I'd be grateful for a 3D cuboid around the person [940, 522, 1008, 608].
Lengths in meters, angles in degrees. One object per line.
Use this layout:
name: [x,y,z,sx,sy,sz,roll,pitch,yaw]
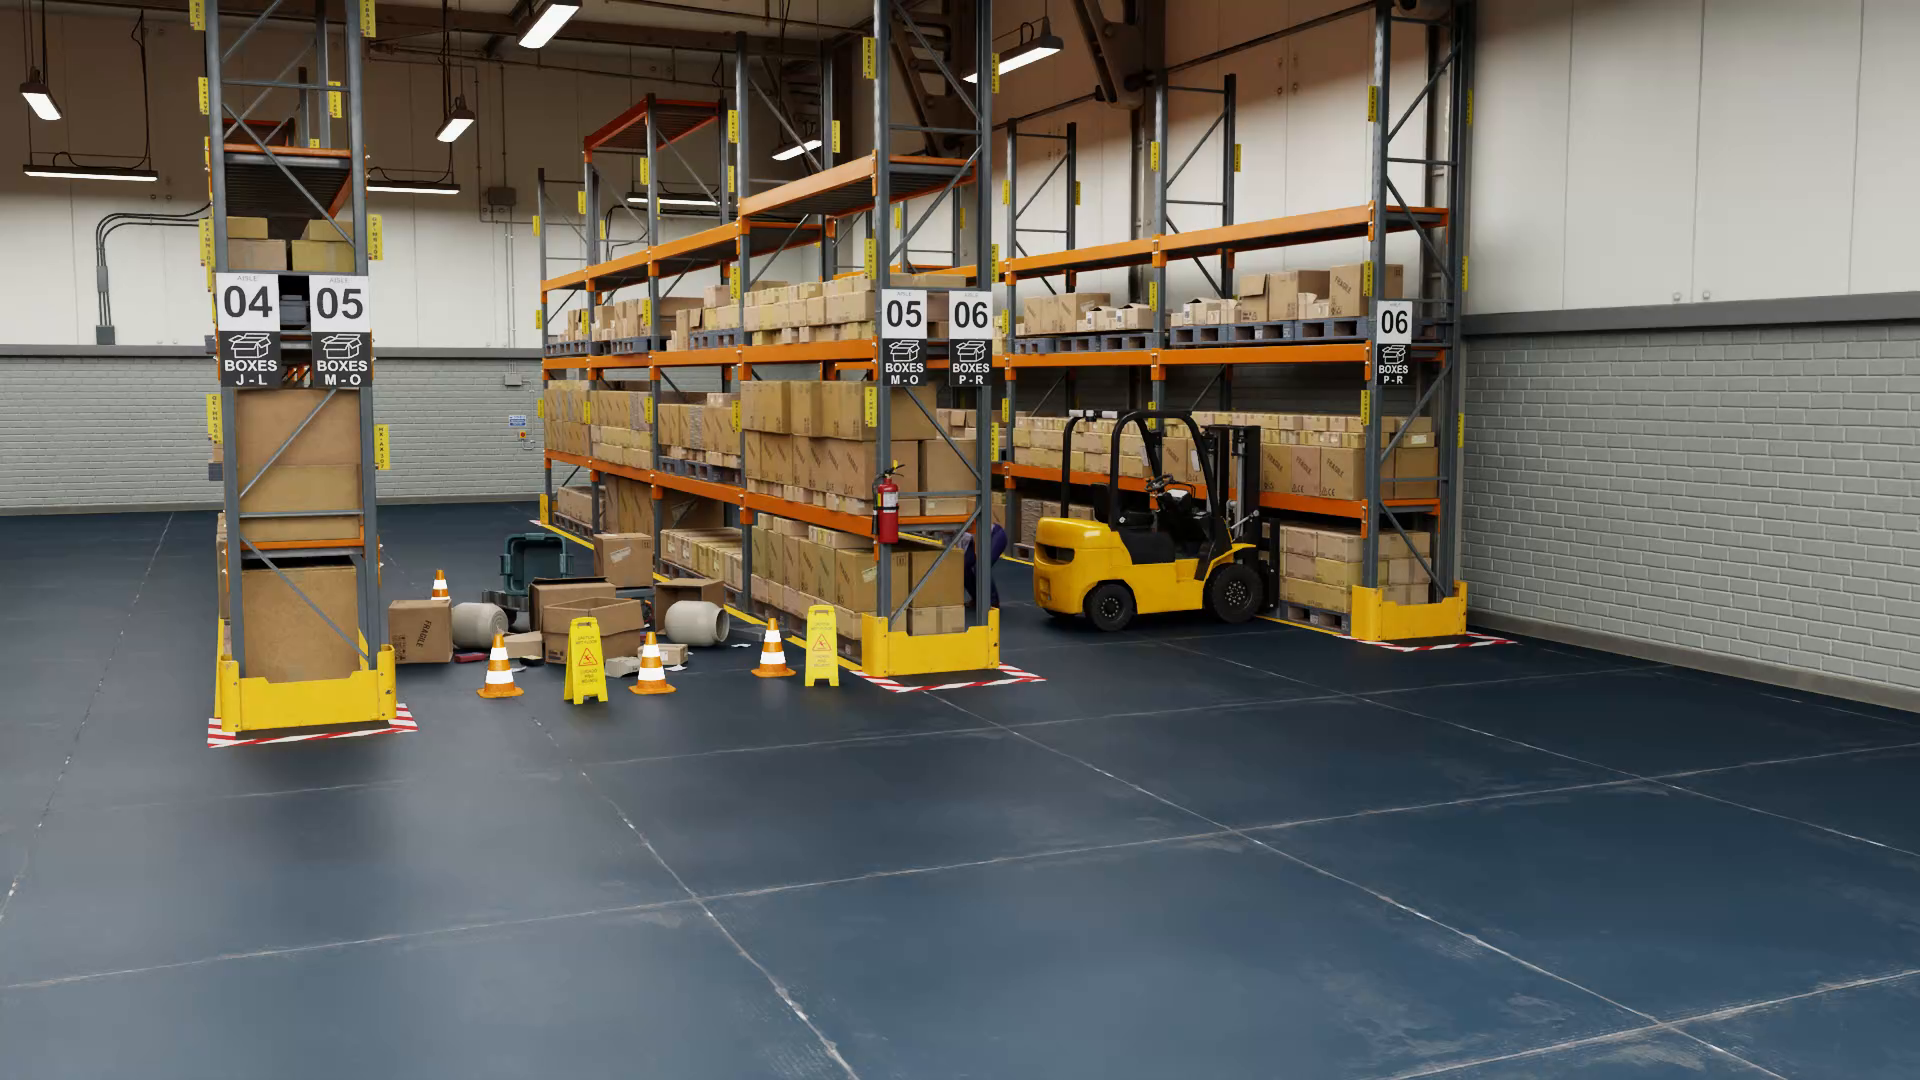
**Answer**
person: [0.088,0.216,17.894,0.888,1.067,0.504,-4,7,-34]
